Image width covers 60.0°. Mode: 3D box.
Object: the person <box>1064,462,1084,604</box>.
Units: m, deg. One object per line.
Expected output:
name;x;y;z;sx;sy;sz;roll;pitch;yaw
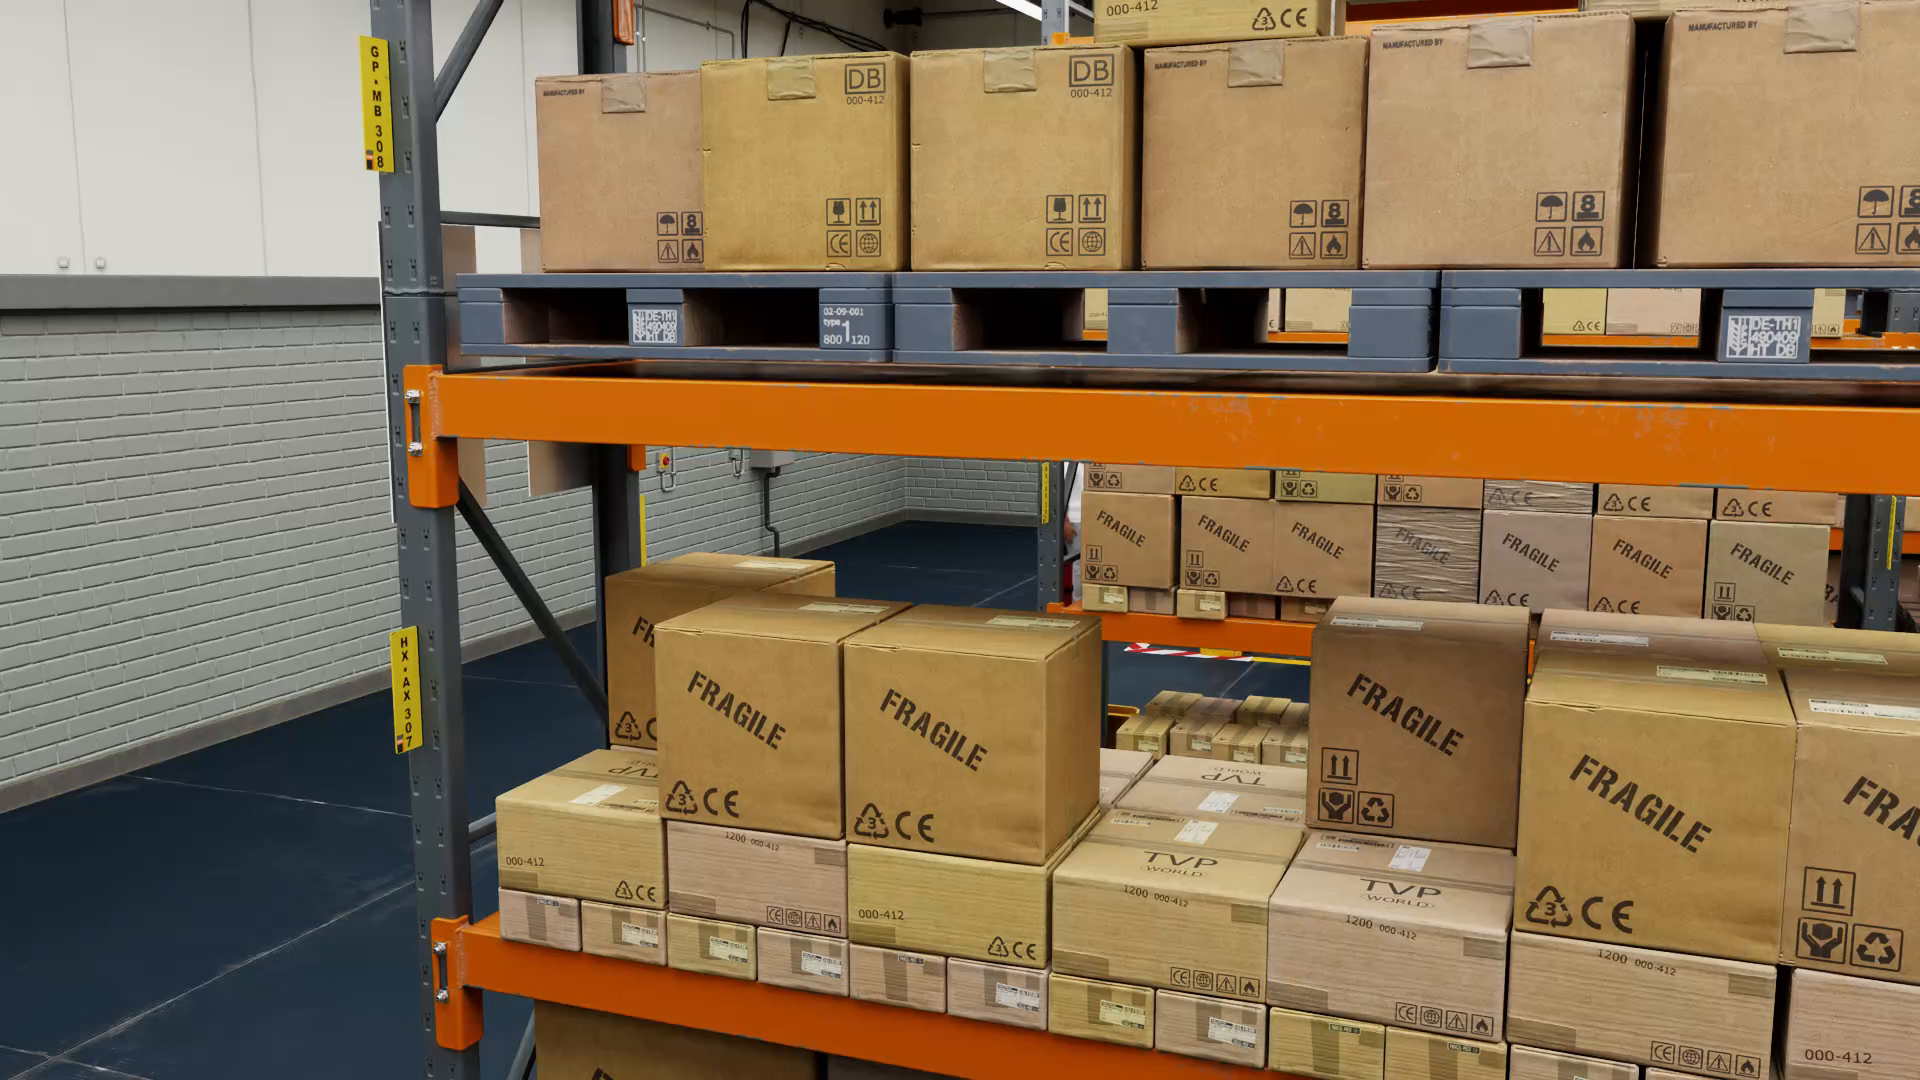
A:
person;1.134;-0.167;15.389;0.419;1.779;0.582;4;9;23
